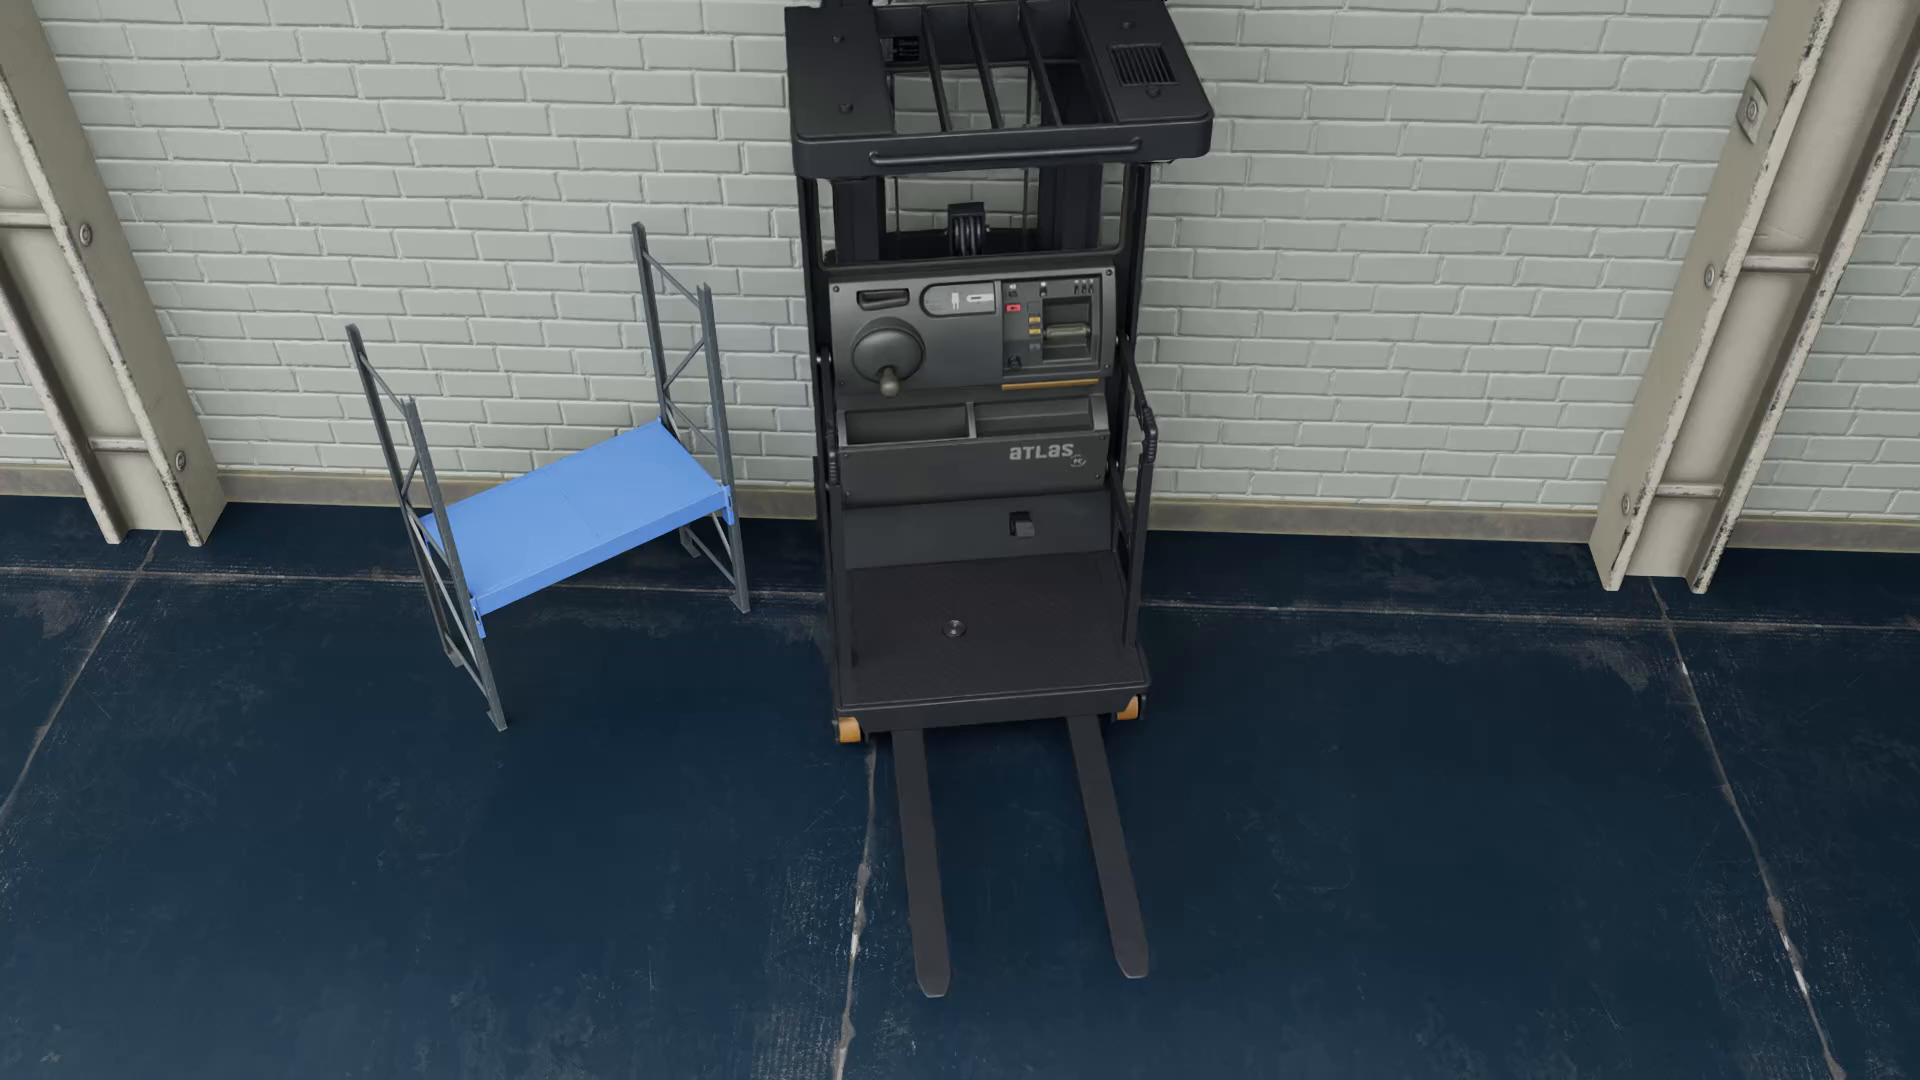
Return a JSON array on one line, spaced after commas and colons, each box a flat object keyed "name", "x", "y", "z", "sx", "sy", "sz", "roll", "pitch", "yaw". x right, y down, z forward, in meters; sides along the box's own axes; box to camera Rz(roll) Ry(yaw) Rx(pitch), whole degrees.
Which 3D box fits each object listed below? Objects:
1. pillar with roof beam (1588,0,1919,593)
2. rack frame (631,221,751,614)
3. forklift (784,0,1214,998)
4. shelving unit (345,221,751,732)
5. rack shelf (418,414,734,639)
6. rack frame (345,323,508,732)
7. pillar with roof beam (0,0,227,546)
[{"name": "pillar with roof beam", "x": 2.546, "y": -0.263, "z": 0.430, "sx": 0.400, "sy": 9.000, "sz": 9.100, "roll": 2, "pitch": 43, "yaw": 2}, {"name": "rack frame", "x": -0.972, "y": -0.405, "z": 6.084, "sx": 0.032, "sy": 1.500, "sz": 0.500, "roll": -26, "pitch": 49, "yaw": -25}, {"name": "forklift", "x": 0.070, "y": -0.595, "z": 5.239, "sx": 1.130, "sy": 2.935, "sz": 3.031, "roll": -4, "pitch": 43, "yaw": -4}, {"name": "shelving unit", "x": -1.384, "y": -0.202, "z": 5.866, "sx": 1.048, "sy": 1.500, "sz": 0.538, "roll": -26, "pitch": 49, "yaw": -25}, {"name": "rack shelf", "x": -1.384, "y": -0.070, "z": 5.989, "sx": 1.000, "sy": 0.185, "sz": 0.538, "roll": -26, "pitch": 49, "yaw": -25}, {"name": "rack frame", "x": -1.795, "y": 0.002, "z": 5.648, "sx": 0.032, "sy": 1.500, "sz": 0.500, "roll": -26, "pitch": 49, "yaw": -25}, {"name": "pillar with roof beam", "x": -3.448, "y": -0.447, "z": 0.628, "sx": 0.400, "sy": 9.000, "sz": 9.100, "roll": 2, "pitch": 43, "yaw": 2}]
